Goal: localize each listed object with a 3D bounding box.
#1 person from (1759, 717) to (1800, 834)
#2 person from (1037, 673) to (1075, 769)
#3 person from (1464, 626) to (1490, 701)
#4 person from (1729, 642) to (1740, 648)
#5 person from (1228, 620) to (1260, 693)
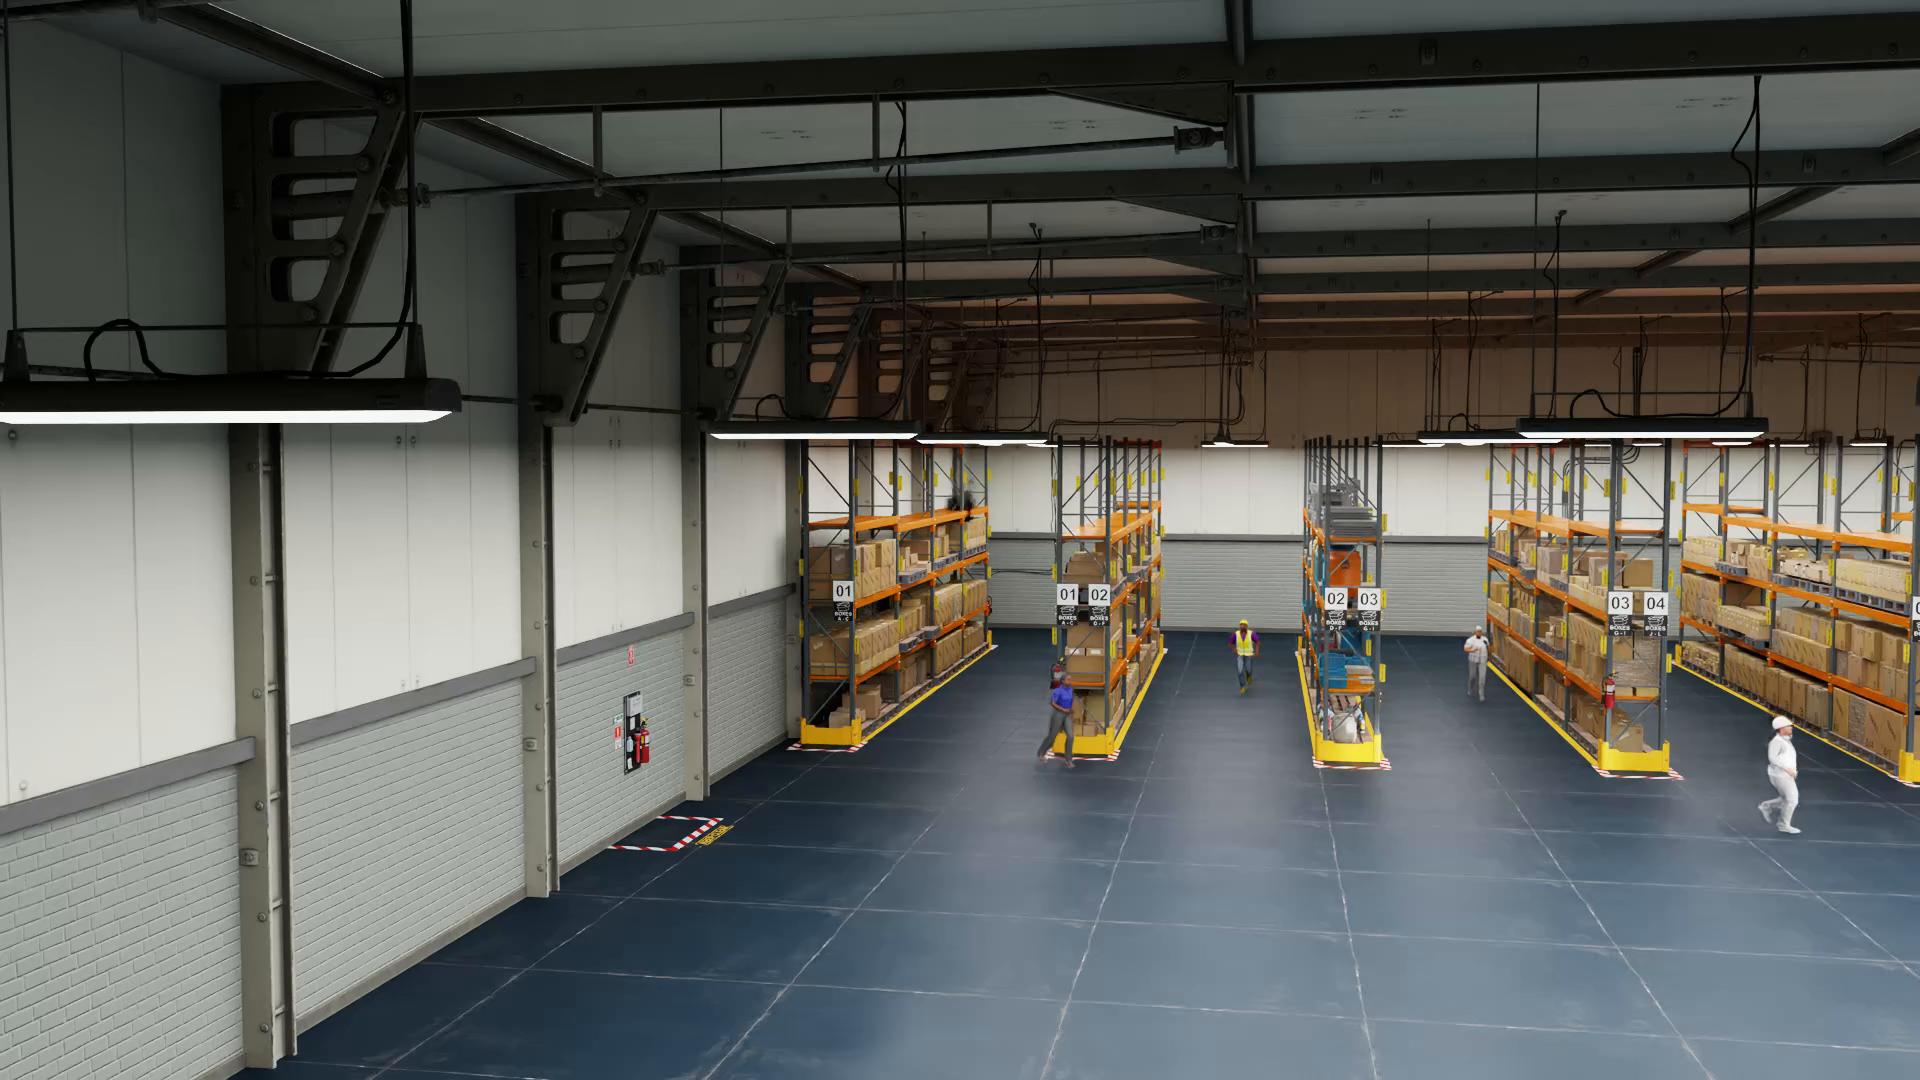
[{"bbox_3d":[12.281,3.513,24.925,0.600,1.738,0.687,2,4,38],"label":"person"},{"bbox_3d":[1.840,3.270,30.213,0.613,1.707,0.799,-3,4,-40],"label":"person"},{"bbox_3d":[11.885,2.810,38.204,0.632,1.664,0.902,0,3,7],"label":"person"},{"bbox_3d":[21.341,2.354,45.897,0.690,1.807,0.635,-1,3,-11],"label":"person"},{"bbox_3d":[6.723,2.743,39.366,0.736,1.723,0.613,1,3,10],"label":"person"}]
